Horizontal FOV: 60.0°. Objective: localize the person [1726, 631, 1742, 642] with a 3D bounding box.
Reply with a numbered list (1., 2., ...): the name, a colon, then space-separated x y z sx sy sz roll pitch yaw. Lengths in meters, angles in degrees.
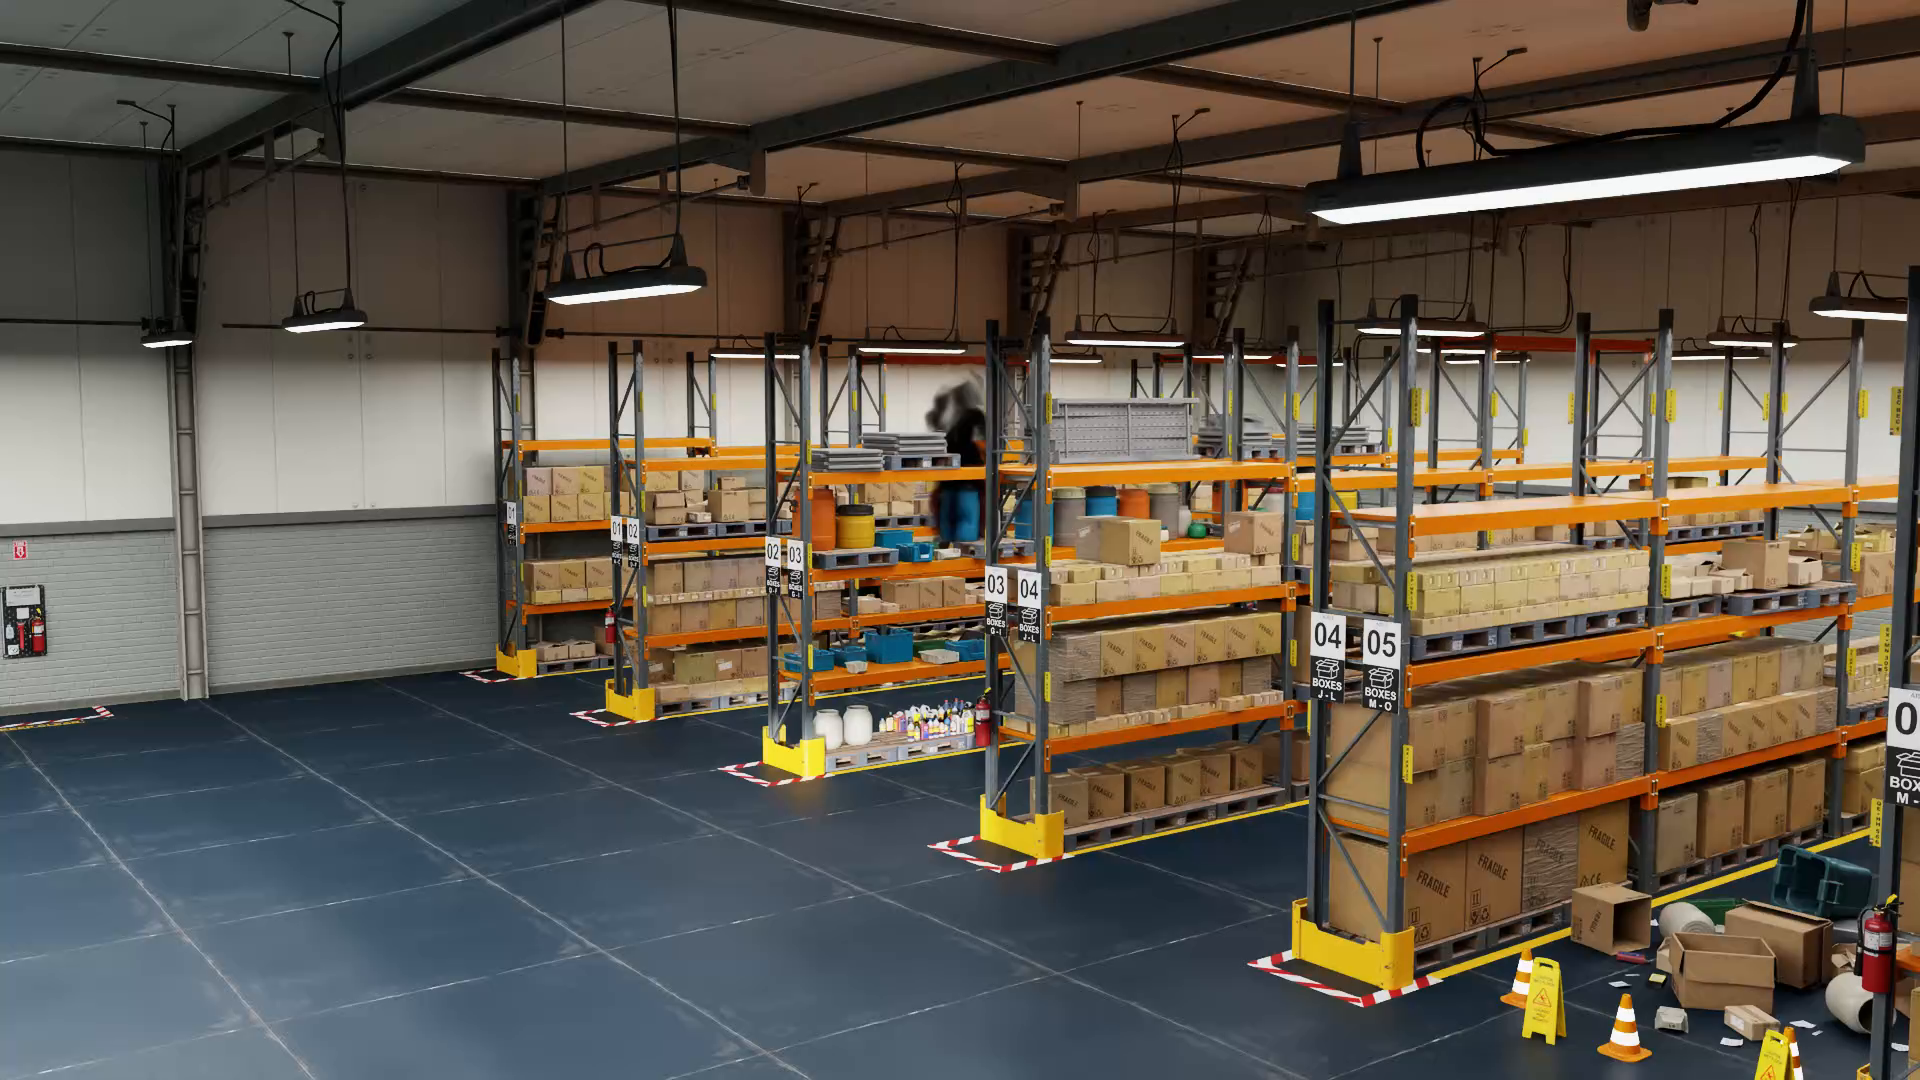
1. person: 11.365 2.152 24.513 0.690 1.714 0.552 4 7 41
